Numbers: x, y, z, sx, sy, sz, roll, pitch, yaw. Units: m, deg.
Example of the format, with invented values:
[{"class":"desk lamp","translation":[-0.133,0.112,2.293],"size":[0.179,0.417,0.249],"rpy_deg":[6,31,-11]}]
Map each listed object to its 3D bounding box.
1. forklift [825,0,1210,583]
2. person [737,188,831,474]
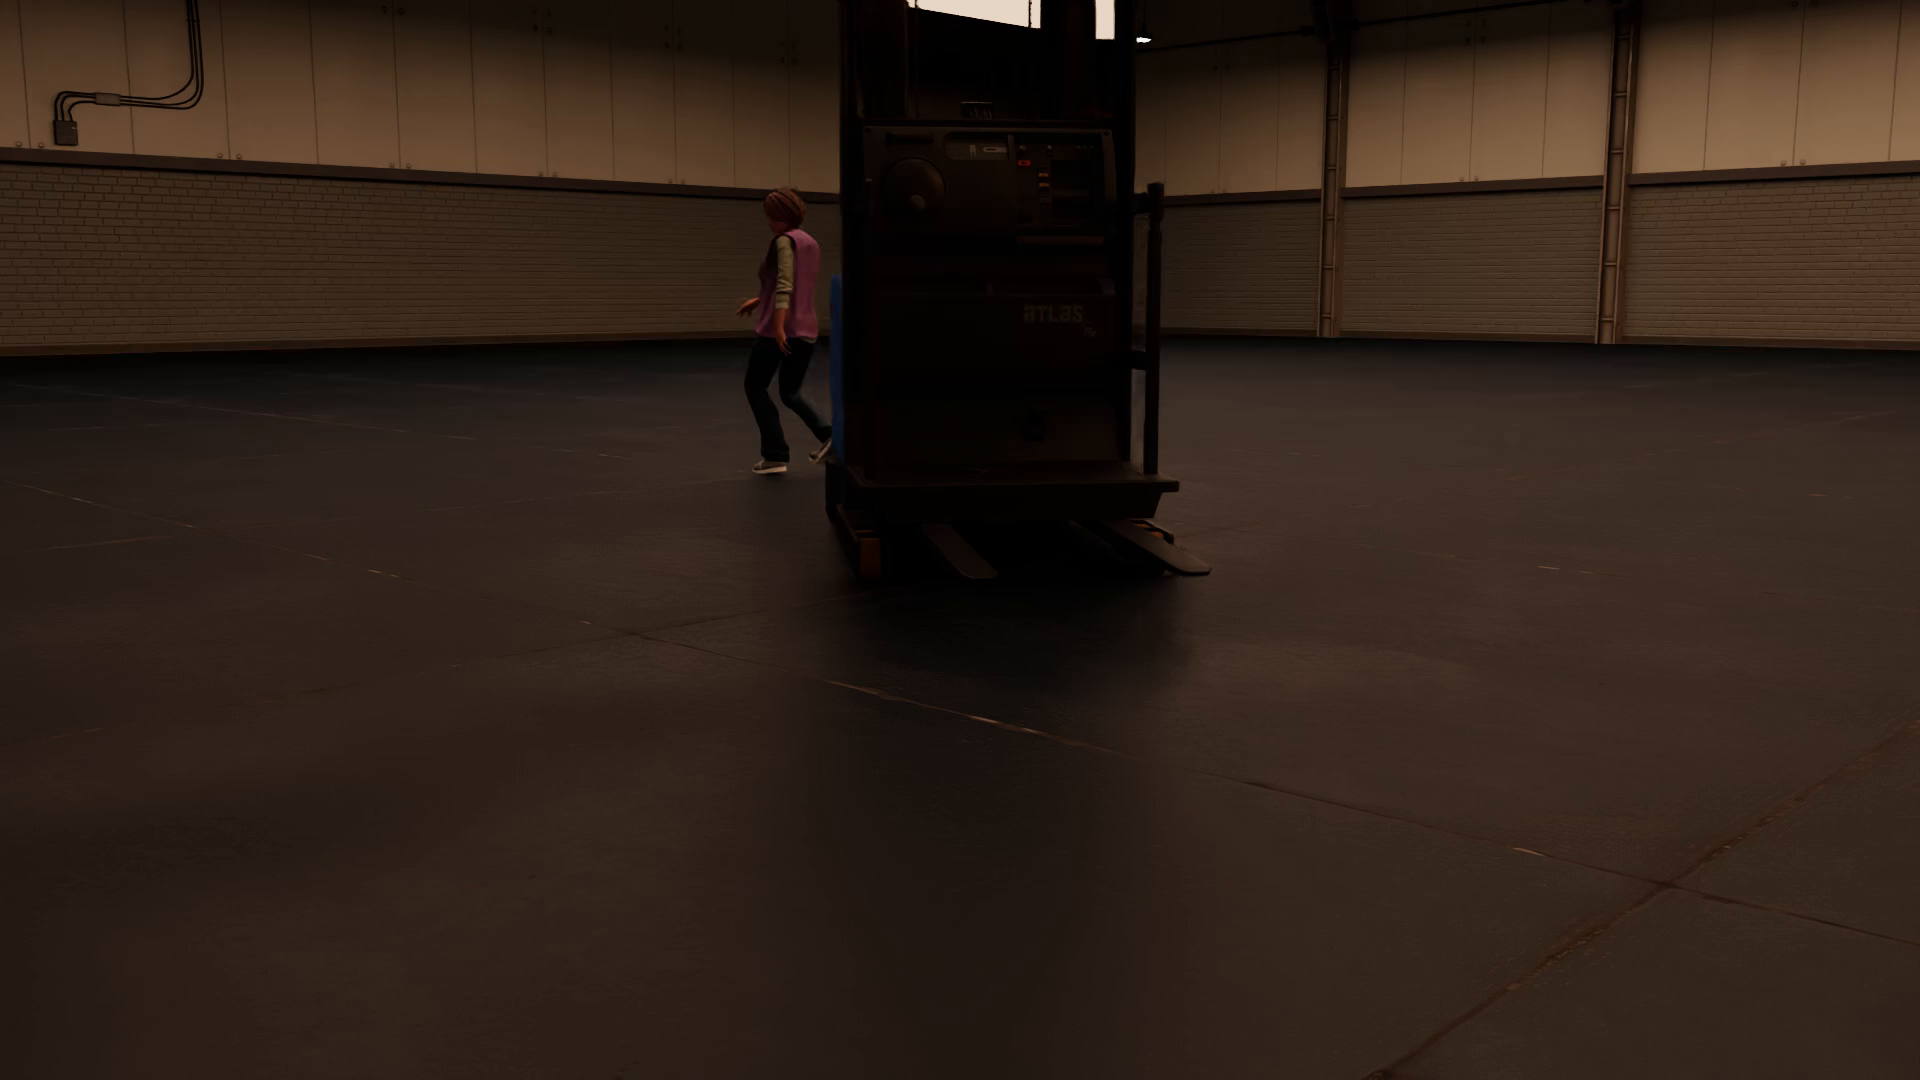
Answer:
[{"class":"forklift","translation":[0.141,-1.354,5.863],"size":[1.130,2.935,3.031],"rpy_deg":[-1,9,-8]},{"class":"person","translation":[-0.949,-1.099,8.912],"size":[0.613,1.539,0.529],"rpy_deg":[7,11,40]}]
